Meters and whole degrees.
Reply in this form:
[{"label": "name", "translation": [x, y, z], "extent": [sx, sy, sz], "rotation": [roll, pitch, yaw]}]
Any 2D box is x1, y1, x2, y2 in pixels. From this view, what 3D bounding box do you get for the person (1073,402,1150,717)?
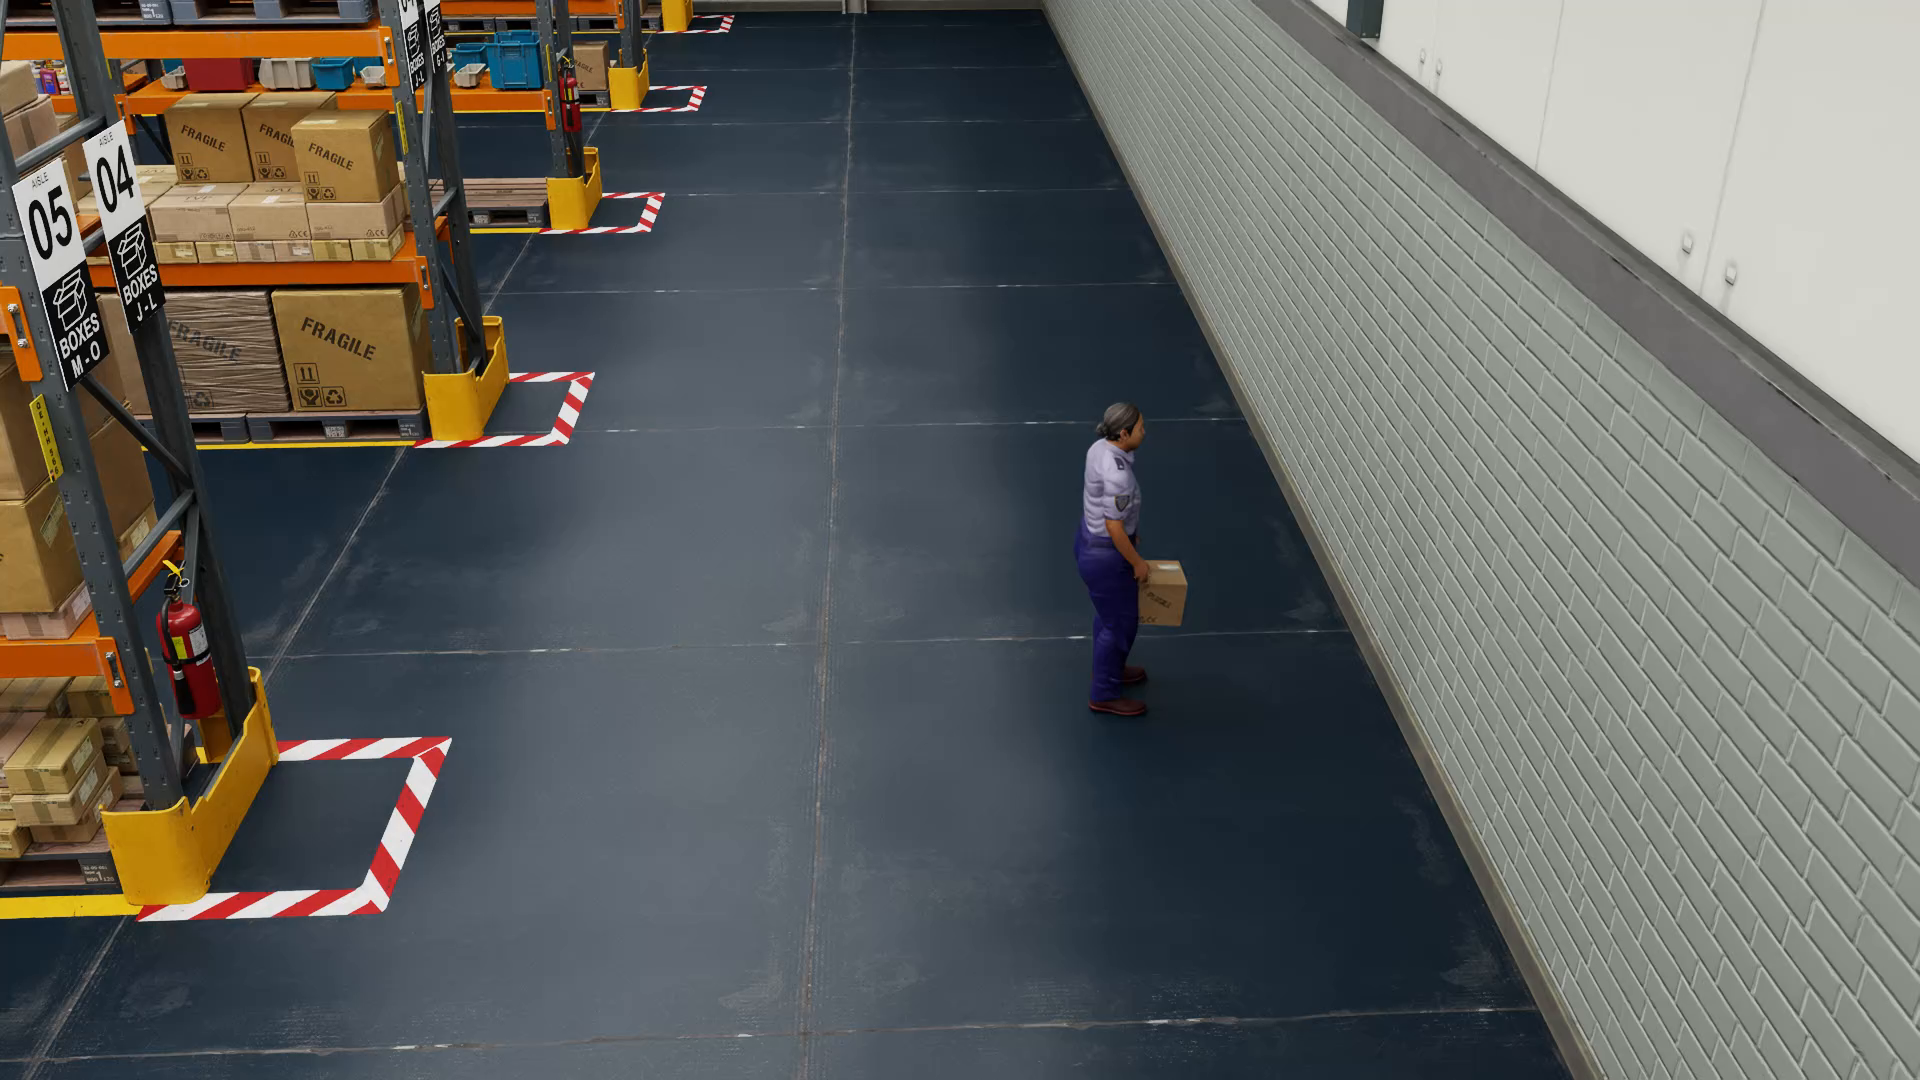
[{"label": "person", "translation": [0.810, 0.072, 8.486], "extent": [0.404, 1.656, 0.522], "rotation": [-2, 28, -4]}]
